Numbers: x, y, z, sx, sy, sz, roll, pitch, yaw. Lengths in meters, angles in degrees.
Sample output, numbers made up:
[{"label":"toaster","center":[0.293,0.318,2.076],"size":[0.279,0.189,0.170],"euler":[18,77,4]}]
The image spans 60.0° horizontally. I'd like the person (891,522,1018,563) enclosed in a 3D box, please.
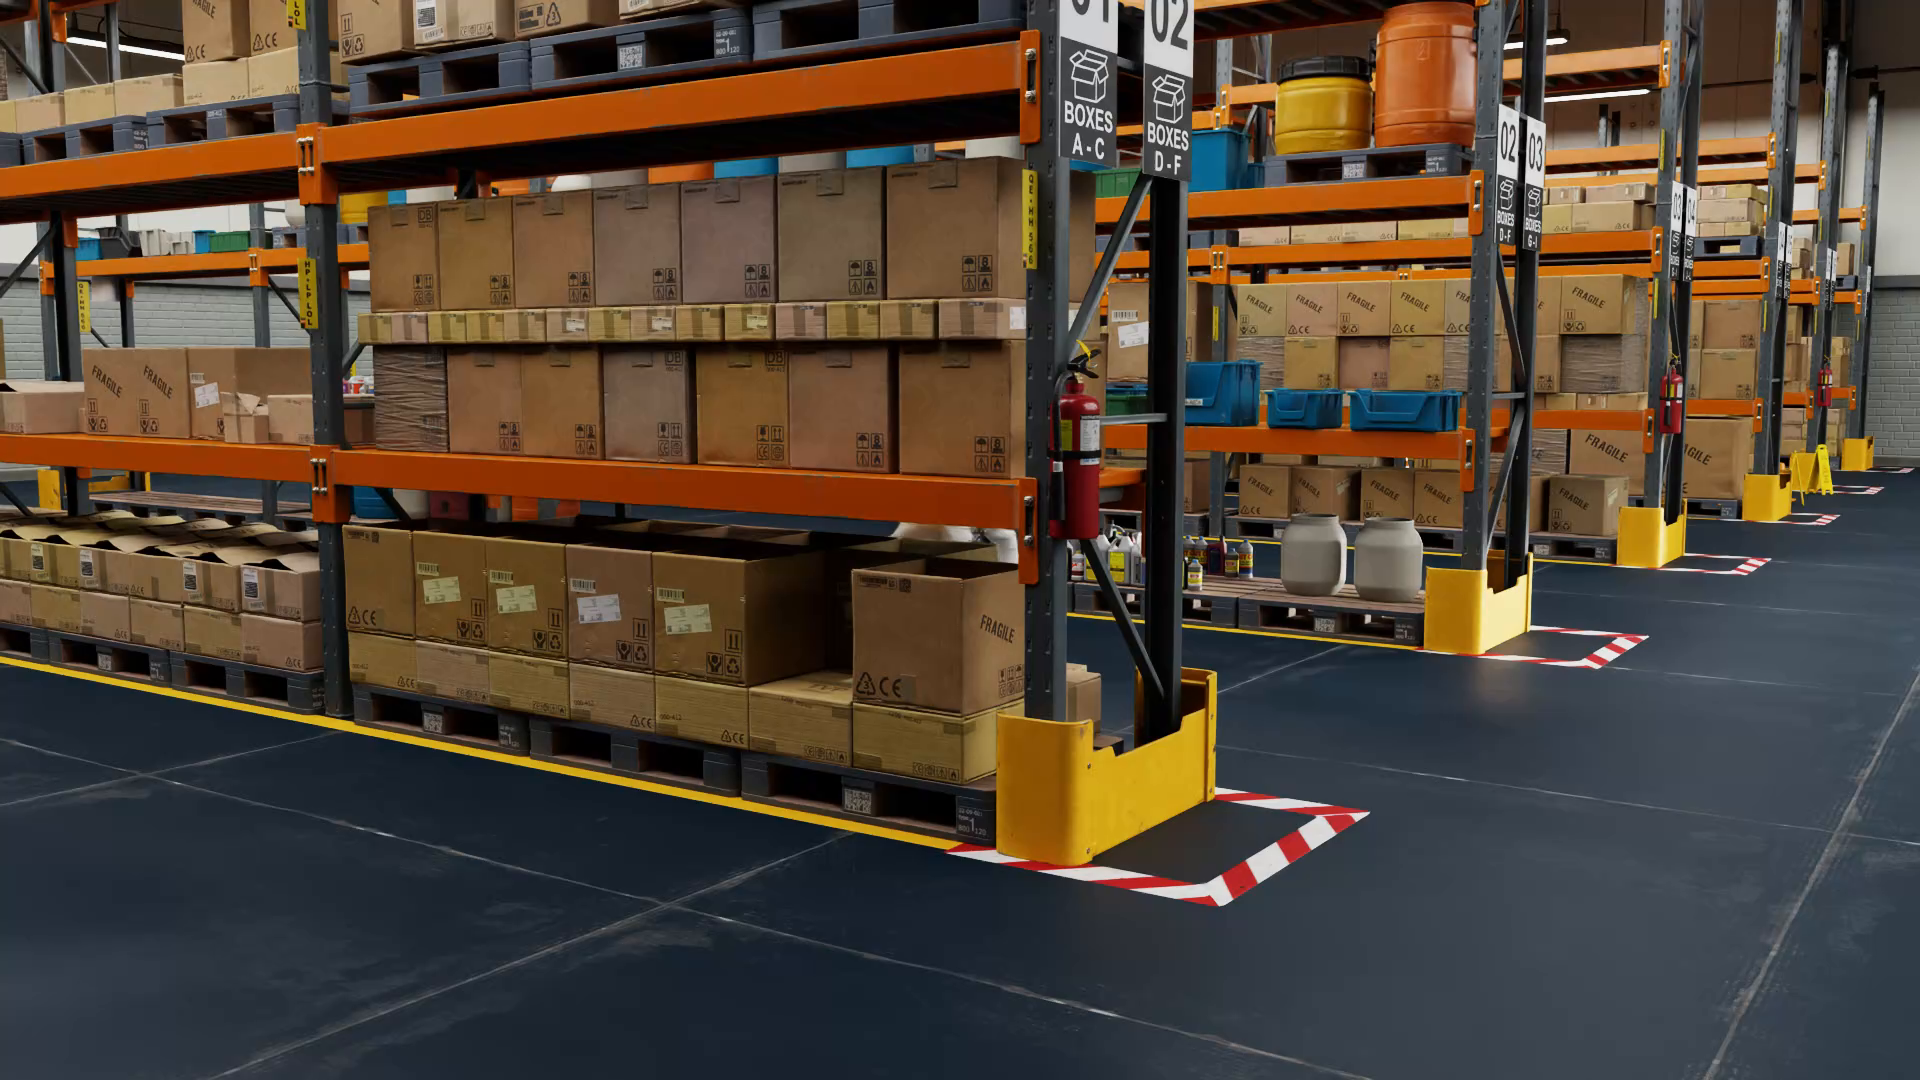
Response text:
[{"label":"person","center":[-0.013,0.211,8.309],"size":[0.793,1.256,0.634],"euler":[4,7,34]}]
